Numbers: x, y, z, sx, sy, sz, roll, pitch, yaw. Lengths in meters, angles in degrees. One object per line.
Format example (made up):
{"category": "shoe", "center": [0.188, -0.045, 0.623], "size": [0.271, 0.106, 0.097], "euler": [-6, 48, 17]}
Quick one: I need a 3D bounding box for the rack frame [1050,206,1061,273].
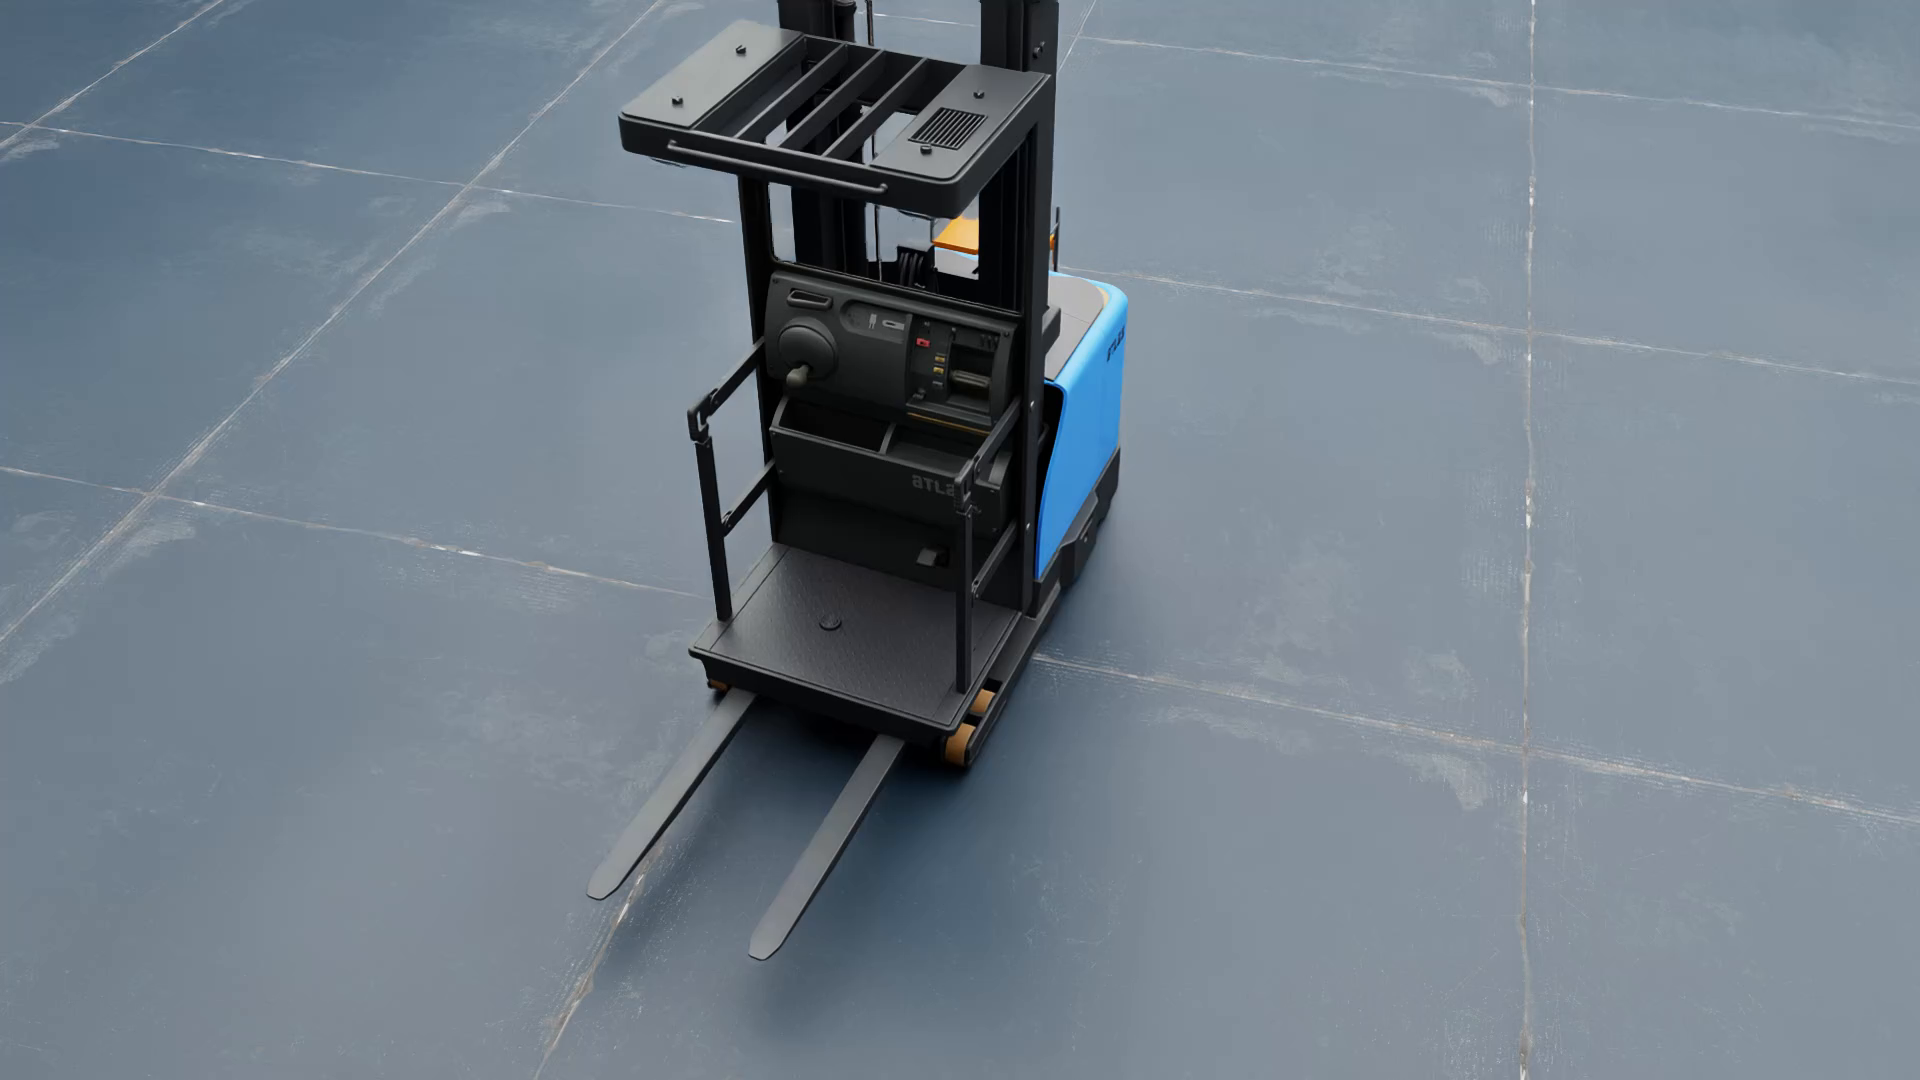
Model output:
{"category": "rack frame", "center": [0.376, -0.890, 7.377], "size": [0.015, 1.200, 0.240], "euler": [15, 42, 17]}

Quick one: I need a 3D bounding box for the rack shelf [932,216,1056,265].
{"category": "rack shelf", "center": [0.151, -1.252, 7.196], "size": [0.480, 0.148, 0.258], "euler": [15, 42, 17]}

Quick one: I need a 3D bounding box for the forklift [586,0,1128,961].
{"category": "forklift", "center": [-0.339, -0.588, 5.671], "size": [1.130, 2.935, 3.031], "euler": [15, 42, 17]}

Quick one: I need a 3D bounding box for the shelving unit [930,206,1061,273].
{"category": "shelving unit", "center": [0.151, -0.951, 7.449], "size": [0.503, 1.200, 0.258], "euler": [15, 42, 17]}

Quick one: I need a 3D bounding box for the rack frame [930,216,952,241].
{"category": "rack frame", "center": [-0.075, -1.011, 7.521], "size": [0.015, 1.200, 0.240], "euler": [15, 42, 17]}
